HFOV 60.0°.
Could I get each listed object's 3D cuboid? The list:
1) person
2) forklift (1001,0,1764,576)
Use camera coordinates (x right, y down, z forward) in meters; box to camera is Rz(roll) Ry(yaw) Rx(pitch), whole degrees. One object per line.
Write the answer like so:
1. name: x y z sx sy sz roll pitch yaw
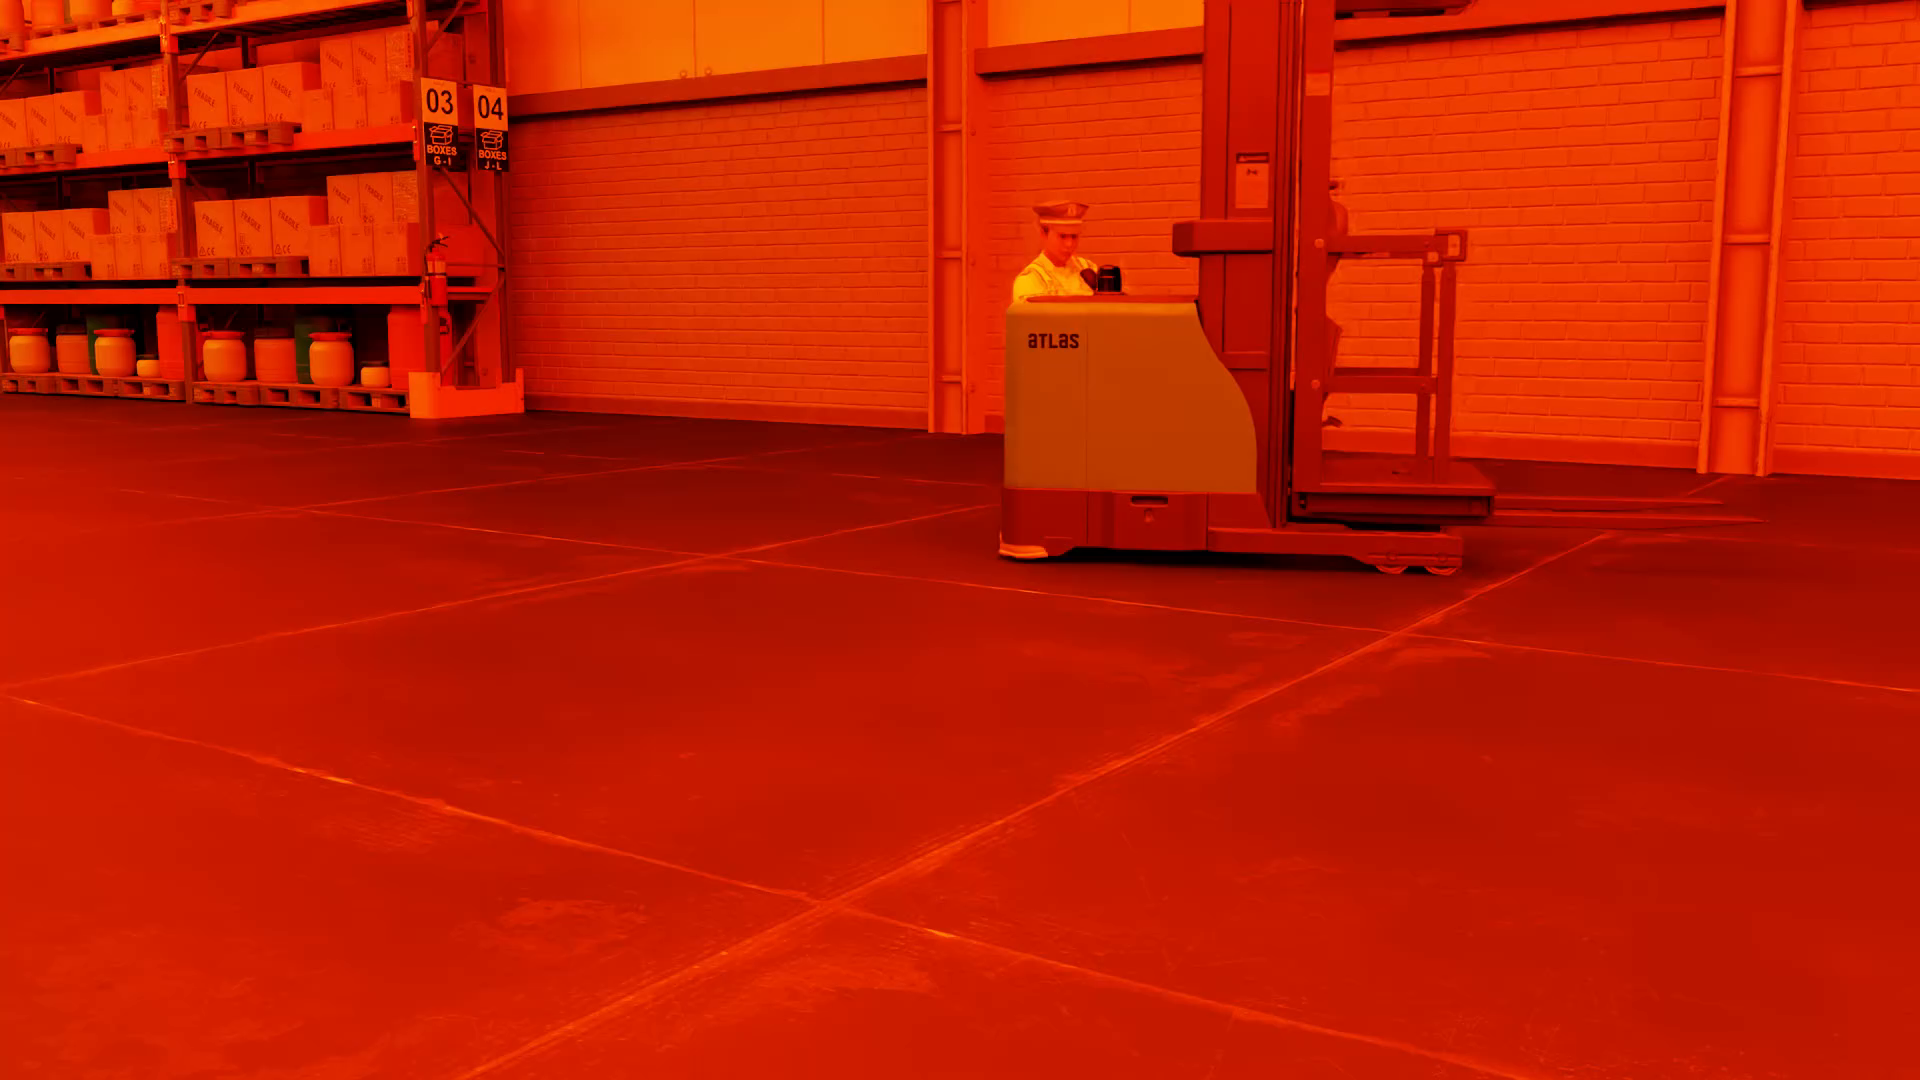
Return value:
1. person: 0.541 -0.706 7.167 0.830 1.508 0.645 -4 9 -25
2. forklift: 1.742 -1.391 6.974 3.031 2.935 1.130 2 8 11
